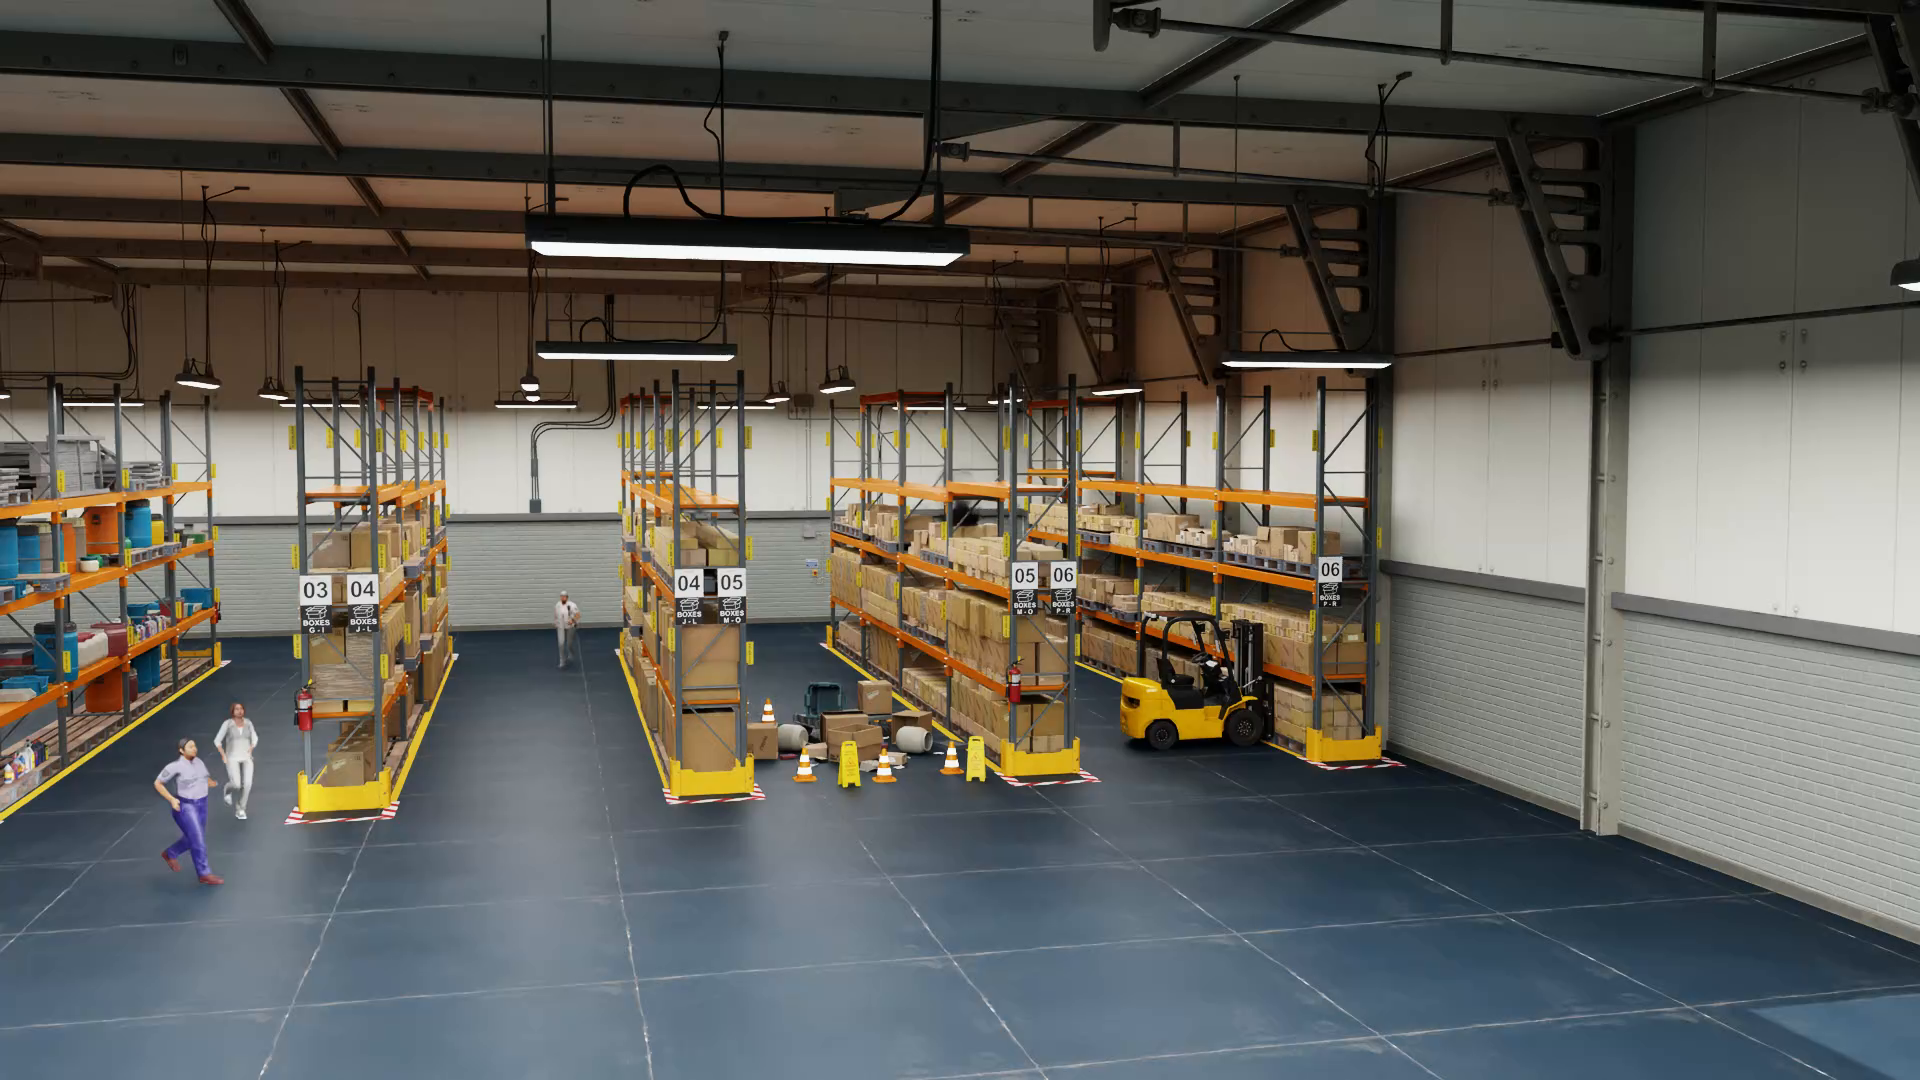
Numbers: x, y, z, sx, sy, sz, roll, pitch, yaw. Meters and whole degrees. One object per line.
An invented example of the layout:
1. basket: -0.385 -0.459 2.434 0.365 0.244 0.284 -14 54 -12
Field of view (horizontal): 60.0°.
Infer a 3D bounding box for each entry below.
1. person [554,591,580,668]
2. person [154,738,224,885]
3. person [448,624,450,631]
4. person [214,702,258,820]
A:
1. person: -8.747 1.973 37.037 0.606 1.692 0.793 0 3 0
2. person: -8.728 3.045 18.830 0.934 1.627 0.613 1 4 15
3. person: -12.335 1.788 39.288 0.515 1.746 0.684 -1 4 -15
4. person: -9.584 2.918 22.083 0.535 1.542 0.517 -3 4 -41
